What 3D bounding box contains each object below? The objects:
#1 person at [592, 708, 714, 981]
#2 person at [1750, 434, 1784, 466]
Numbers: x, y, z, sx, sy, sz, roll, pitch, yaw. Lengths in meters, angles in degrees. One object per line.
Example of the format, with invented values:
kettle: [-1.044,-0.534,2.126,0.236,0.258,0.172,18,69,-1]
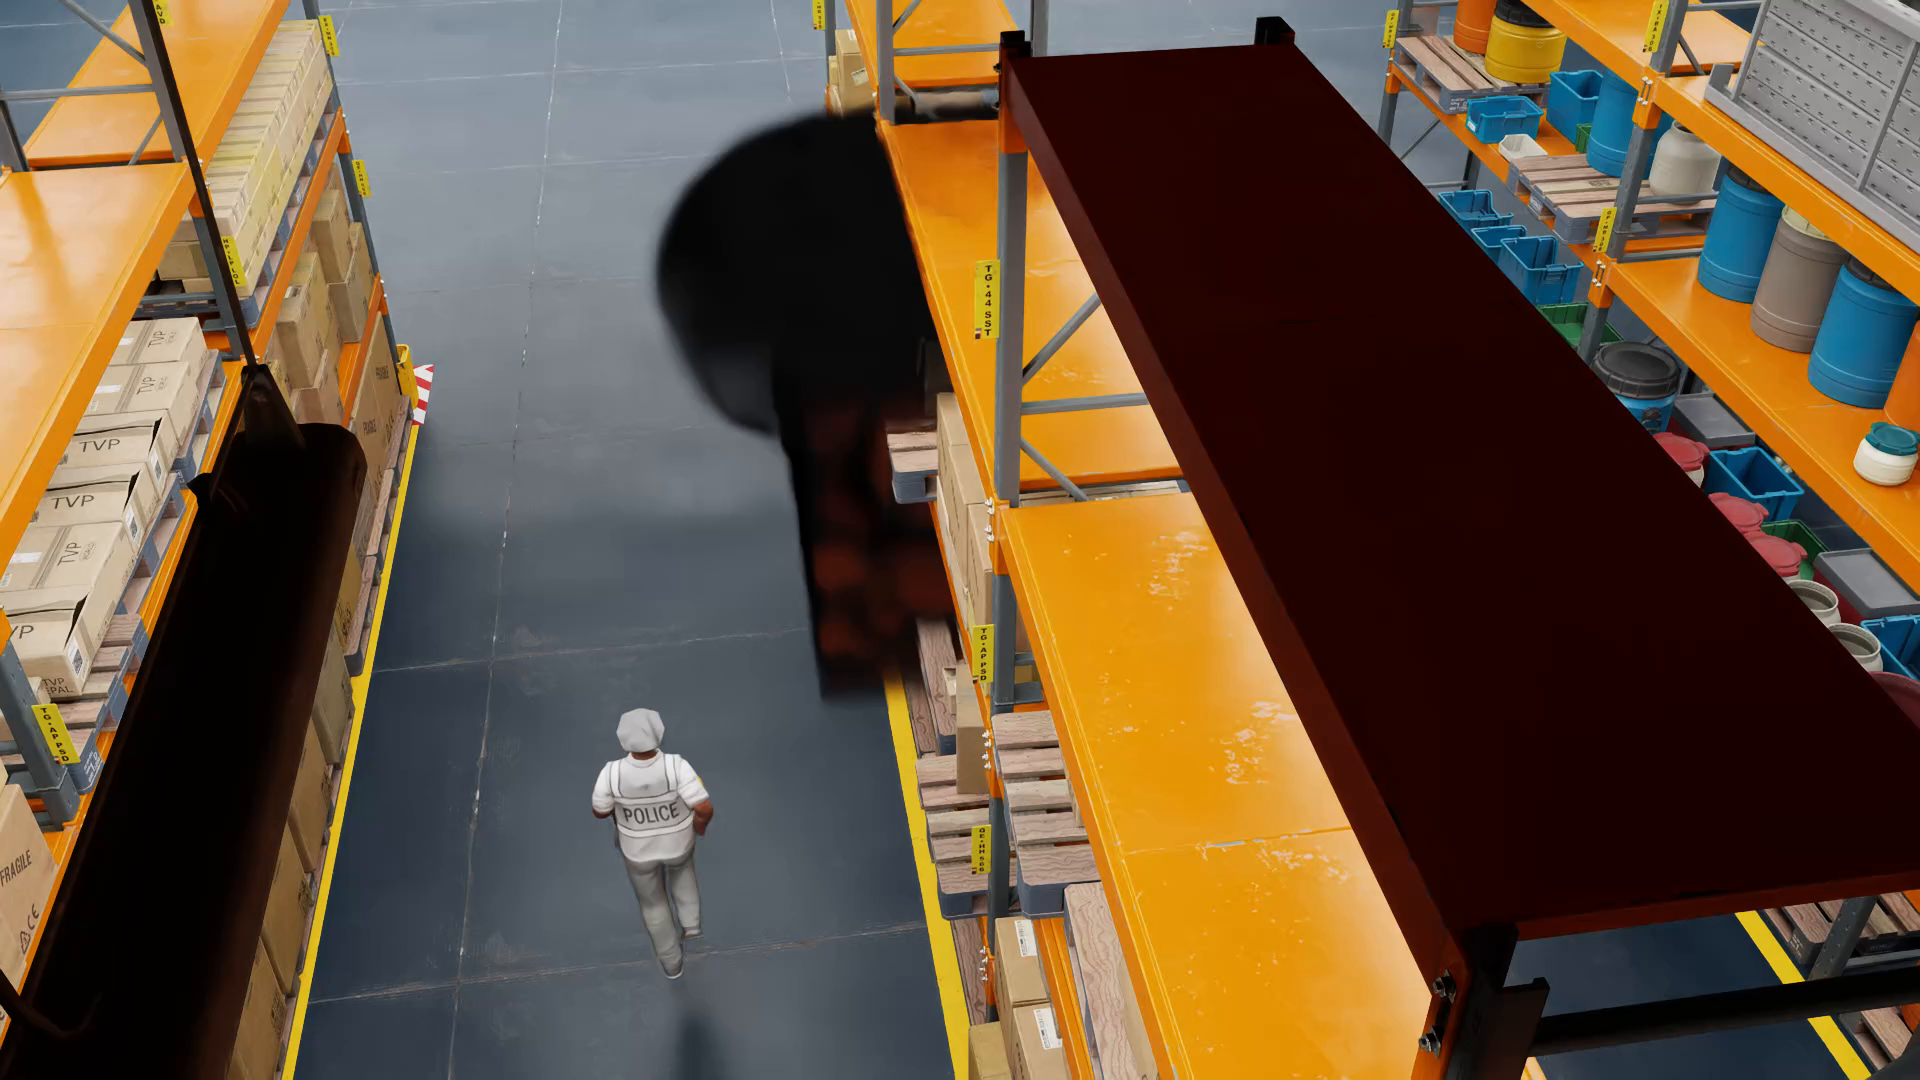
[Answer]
person: [-1.690,1.662,9.259,0.632,1.843,0.684,-10,37,-13]
person: [6.654,-1.156,13.847,0.564,1.421,0.761,-24,43,-29]
